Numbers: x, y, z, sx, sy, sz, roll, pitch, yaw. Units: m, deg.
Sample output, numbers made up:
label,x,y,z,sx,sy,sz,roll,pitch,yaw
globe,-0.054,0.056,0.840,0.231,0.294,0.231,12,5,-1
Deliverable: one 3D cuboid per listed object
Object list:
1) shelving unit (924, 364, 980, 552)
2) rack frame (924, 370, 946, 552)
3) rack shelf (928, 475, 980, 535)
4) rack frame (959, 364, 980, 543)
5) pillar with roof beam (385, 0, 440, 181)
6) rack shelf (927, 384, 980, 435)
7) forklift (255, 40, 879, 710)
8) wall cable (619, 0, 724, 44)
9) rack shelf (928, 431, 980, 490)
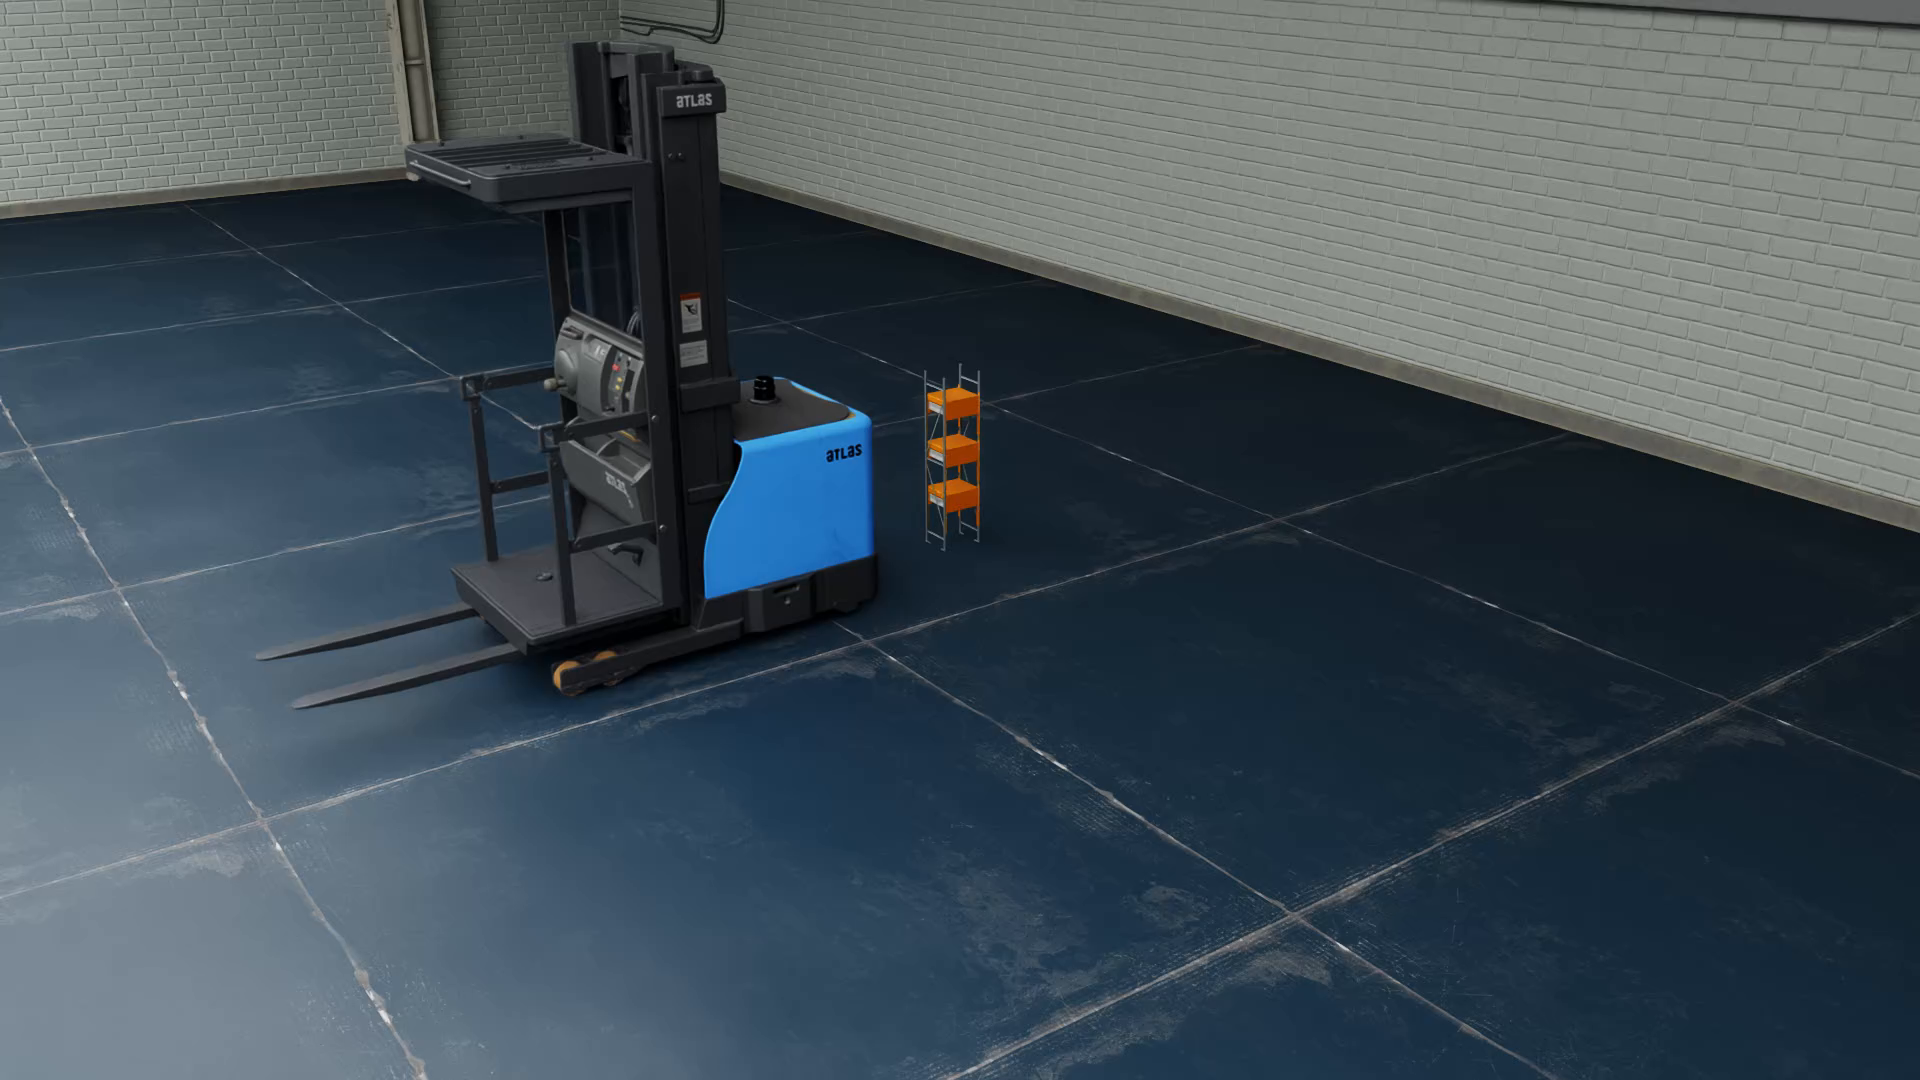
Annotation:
label,x,y,z,sx,sy,sz,roll,pitch,yaw
shelving unit,-0.043,-0.476,9.673,0.252,1.050,0.215,-15,26,-33
rack frame,-0.142,-0.450,9.607,0.008,1.050,0.200,-15,26,-33
rack shelf,-0.043,-0.208,9.780,0.240,0.259,0.215,-15,26,-33
rack frame,0.056,-0.502,9.739,0.008,1.050,0.200,-15,26,-33
pillar with roof beam,-4.482,-7.618,16.845,0.400,9.000,9.100,-15,26,-33
rack shelf,-0.043,-0.730,9.572,0.240,0.259,0.215,-15,26,-33
forklift,-1.934,-0.831,8.024,3.031,2.935,1.130,-15,26,-33
wall cable,-3.833,-7.711,21.267,0.112,2.526,3.097,-15,26,-33
rack shelf,-0.043,-0.466,9.677,0.240,0.259,0.215,-15,26,-33
